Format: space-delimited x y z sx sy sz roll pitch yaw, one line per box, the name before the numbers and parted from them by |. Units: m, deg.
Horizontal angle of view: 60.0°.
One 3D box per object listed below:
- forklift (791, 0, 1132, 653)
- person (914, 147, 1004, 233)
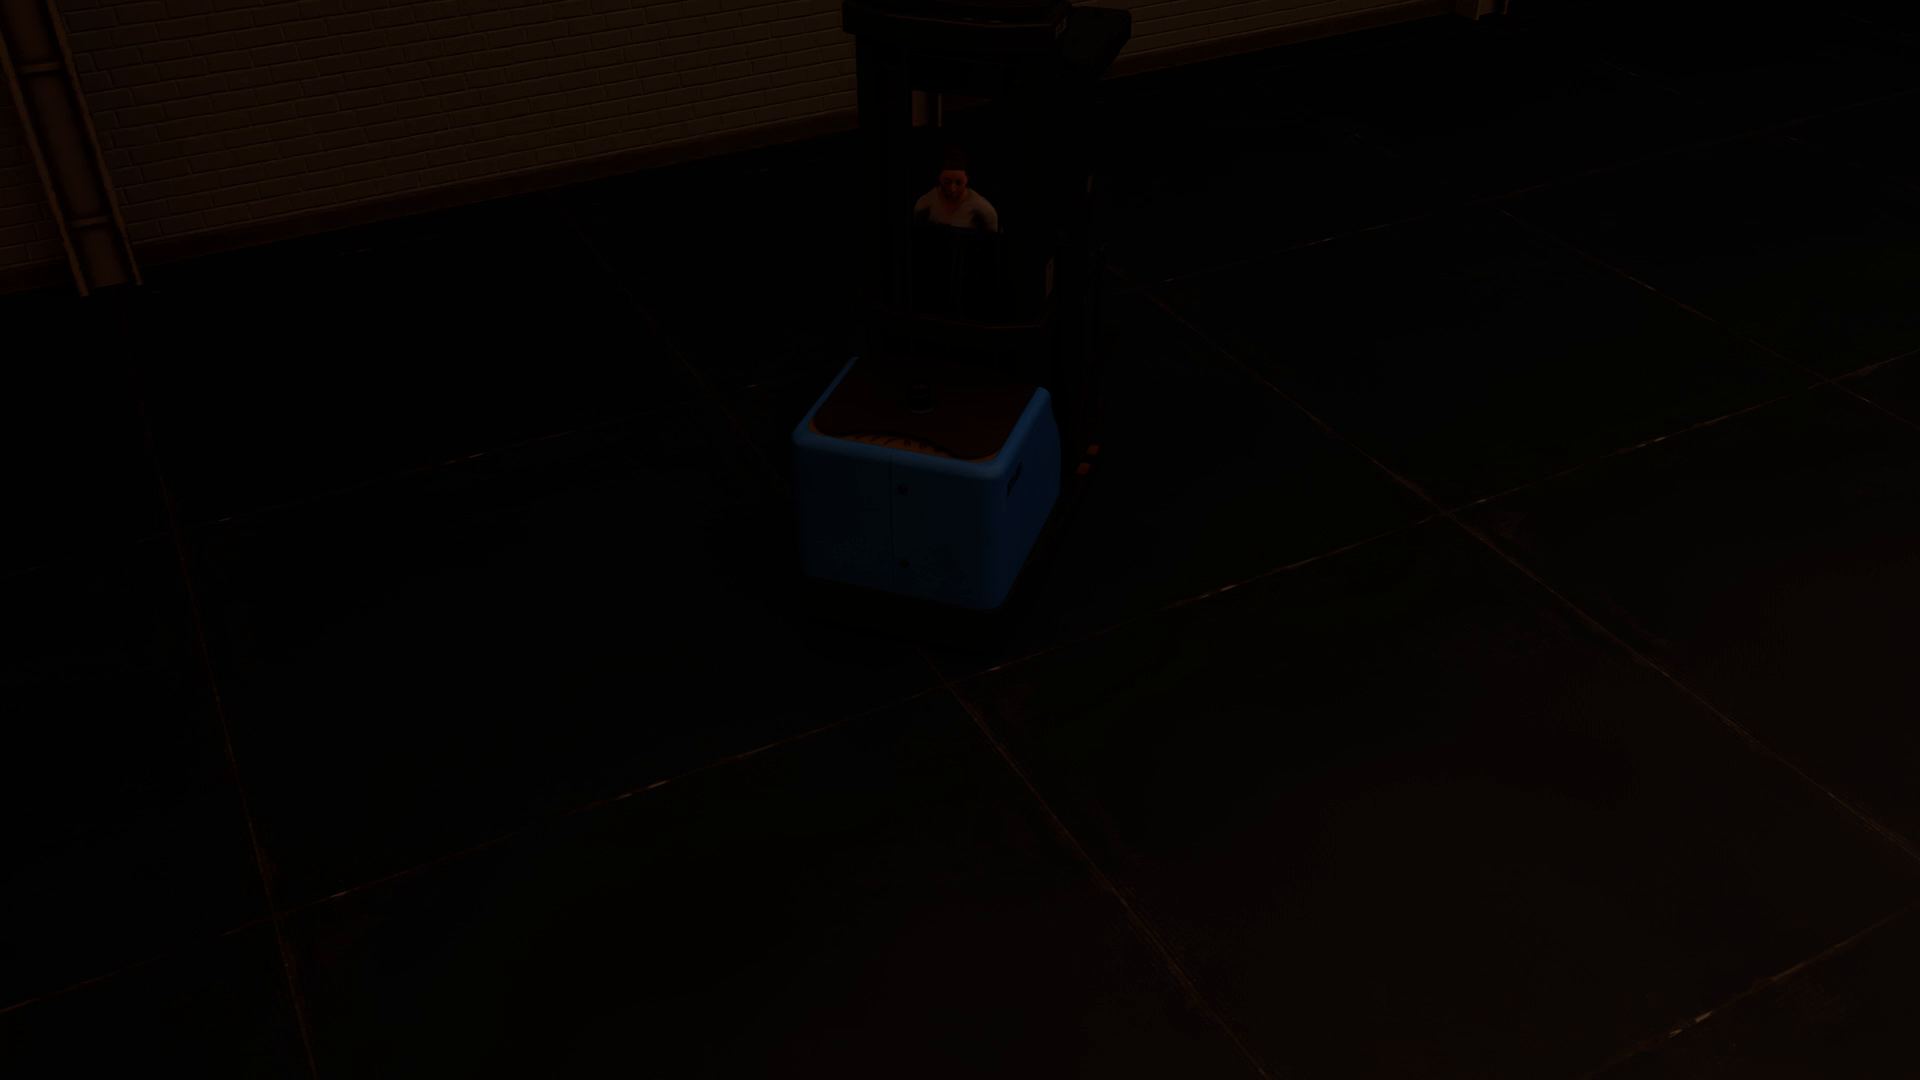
forklift | 0.166 -1.519 8.271 1.130 2.935 3.031 11 37 15
person | -0.015 -1.378 9.180 0.648 1.656 0.402 9 36 12
